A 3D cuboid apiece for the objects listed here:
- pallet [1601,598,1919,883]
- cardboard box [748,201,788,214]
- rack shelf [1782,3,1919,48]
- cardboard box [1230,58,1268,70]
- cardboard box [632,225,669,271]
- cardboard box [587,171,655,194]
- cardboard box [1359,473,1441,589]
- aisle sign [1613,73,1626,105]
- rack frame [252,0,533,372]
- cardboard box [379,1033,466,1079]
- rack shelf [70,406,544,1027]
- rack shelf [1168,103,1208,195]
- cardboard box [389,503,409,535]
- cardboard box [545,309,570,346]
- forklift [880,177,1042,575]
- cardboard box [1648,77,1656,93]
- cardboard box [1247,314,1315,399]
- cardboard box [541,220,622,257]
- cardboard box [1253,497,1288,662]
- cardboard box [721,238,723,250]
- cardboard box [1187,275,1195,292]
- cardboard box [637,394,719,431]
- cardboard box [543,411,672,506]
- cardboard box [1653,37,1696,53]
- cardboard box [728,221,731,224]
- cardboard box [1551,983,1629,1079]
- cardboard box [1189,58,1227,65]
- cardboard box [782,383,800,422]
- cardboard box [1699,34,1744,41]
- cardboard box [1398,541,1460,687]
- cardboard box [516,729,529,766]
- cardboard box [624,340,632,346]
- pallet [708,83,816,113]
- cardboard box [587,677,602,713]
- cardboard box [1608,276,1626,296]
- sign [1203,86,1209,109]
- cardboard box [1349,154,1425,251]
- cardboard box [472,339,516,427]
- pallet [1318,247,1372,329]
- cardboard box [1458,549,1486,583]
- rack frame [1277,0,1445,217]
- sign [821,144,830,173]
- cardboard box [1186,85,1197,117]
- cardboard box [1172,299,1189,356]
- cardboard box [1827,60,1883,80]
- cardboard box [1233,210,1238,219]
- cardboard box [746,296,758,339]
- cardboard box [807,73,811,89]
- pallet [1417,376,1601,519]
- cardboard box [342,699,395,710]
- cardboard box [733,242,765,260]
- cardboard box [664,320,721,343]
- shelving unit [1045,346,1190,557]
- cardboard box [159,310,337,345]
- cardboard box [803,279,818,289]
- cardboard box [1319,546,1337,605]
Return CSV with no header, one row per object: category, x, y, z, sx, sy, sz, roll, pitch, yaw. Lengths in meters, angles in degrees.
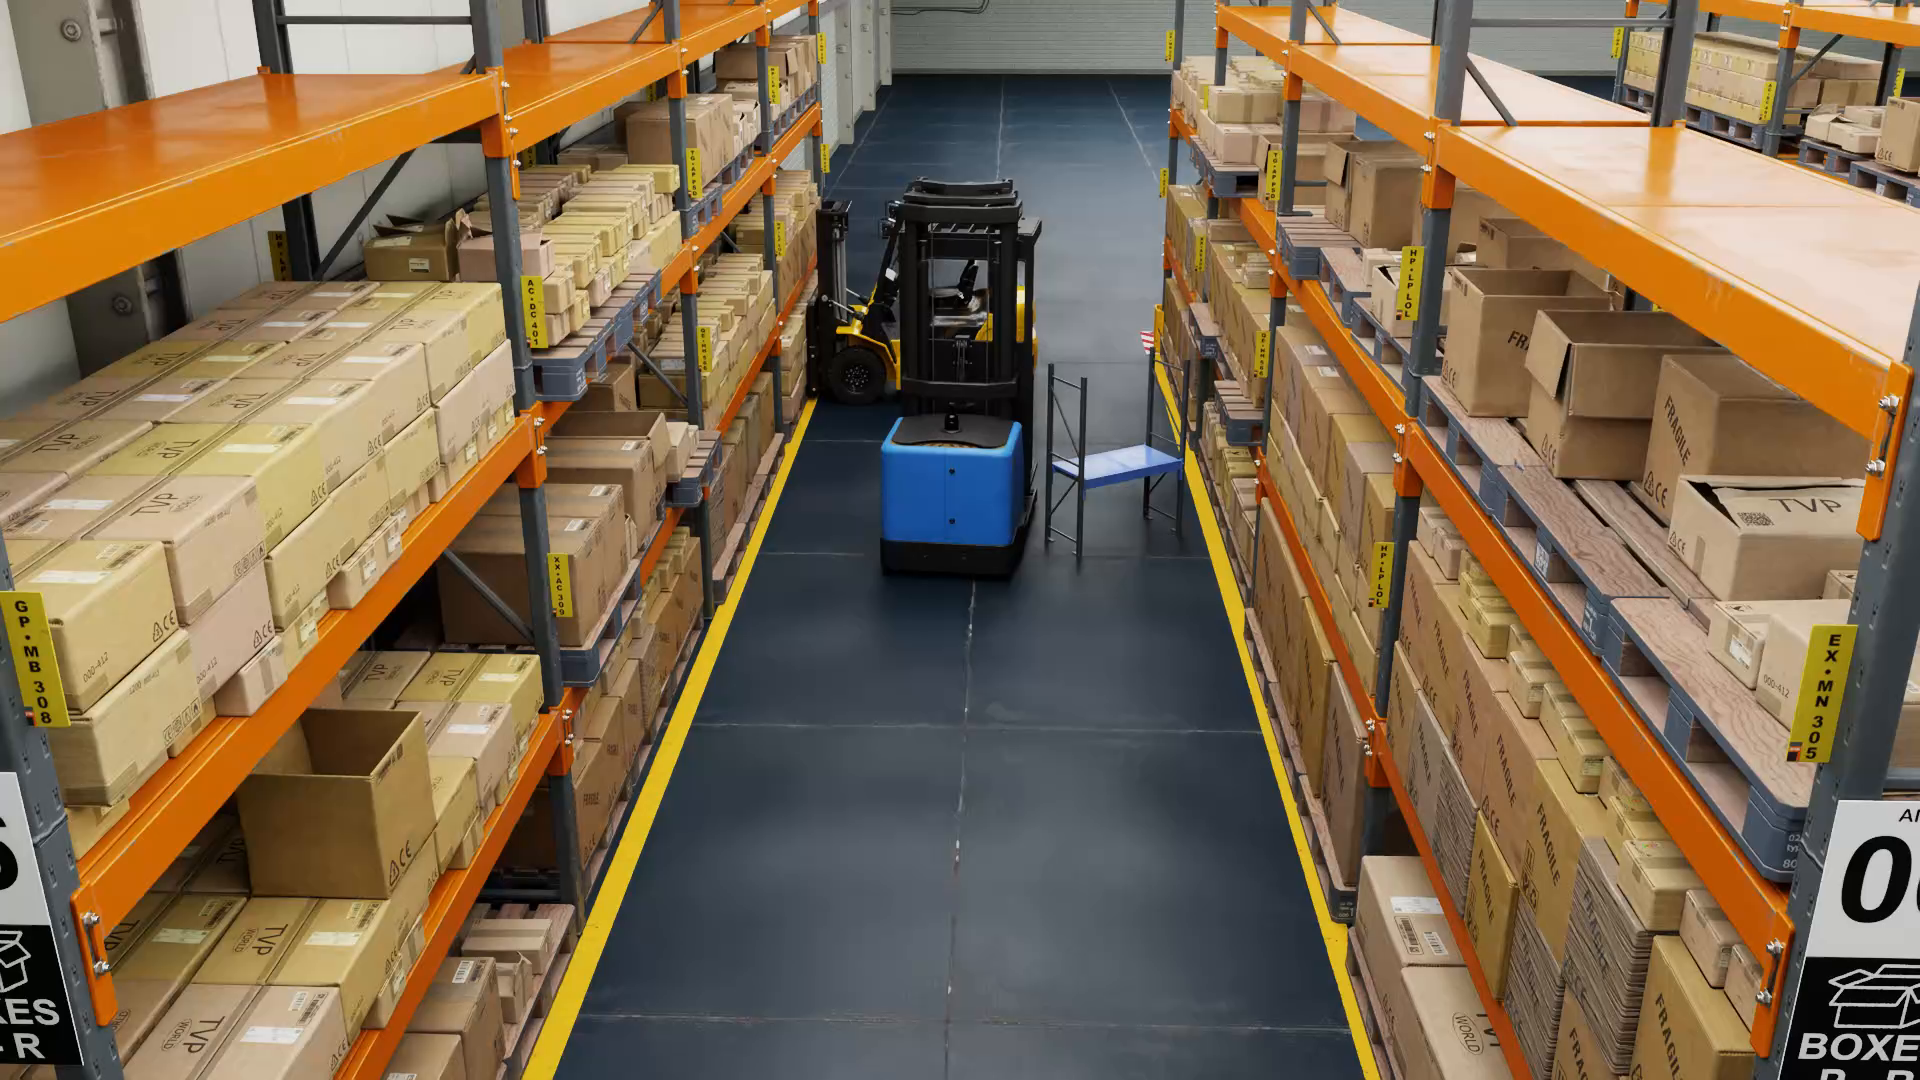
pallet,2.401,0.491,4.386,1.003,0.211,1.213,1,21,2
cardboard box,-1.941,-3.342,16.843,0.380,0.149,0.250,1,21,1
rack shelf,7.644,-3.756,12.611,1.077,0.370,4.000,1,21,2
cardboard box,3.114,-5.103,17.927,0.380,0.149,0.250,1,21,3
cardboard box,-2.116,-1.788,10.344,0.500,0.250,0.500,1,21,2
cardboard box,-2.157,-2.261,10.601,0.380,0.149,0.250,0,21,0
cardboard box,2.274,-0.007,8.173,0.500,0.500,0.500,1,21,3
aisle sign,7.529,-4.892,18.689,0.394,0.787,0.004,1,21,2
rack frame,-2.451,-2.180,7.001,1.000,3.000,0.127,1,21,2
cardboard box,-2.278,2.314,6.587,0.500,0.500,0.500,1,21,3
rack shelf,-2.511,0.277,5.810,1.077,0.370,4.000,1,21,2
rack shelf,2.815,-4.009,16.855,1.077,0.370,4.000,1,21,2
cardboard box,-2.245,-0.069,6.055,0.380,0.149,0.250,1,21,2
cardboard box,-2.044,-1.011,7.762,0.380,0.149,0.250,1,21,2
forklift,0.084,-1.591,13.870,1.130,2.935,3.031,3,21,7
cardboard box,7.473,-4.780,17.476,0.380,0.149,0.250,1,21,2
cardboard box,2.369,-1.325,11.960,0.500,0.500,0.500,0,21,0
cardboard box,-2.033,-1.615,8.909,0.380,0.149,0.250,1,21,2
cardboard box,2.529,0.267,11.343,0.875,0.875,0.875,0,21,1
cardboard box,-2.481,-2.835,15.946,0.380,0.149,0.250,0,21,0
cardboard box,2.487,-2.592,16.704,0.380,0.149,0.250,0,21,1
cardboard box,-2.071,-0.917,12.247,0.500,0.250,0.500,1,21,2
cardboard box,-2.194,-0.481,10.192,0.797,0.503,0.637,0,21,0
cardboard box,7.474,-5.155,17.340,0.380,0.149,0.250,1,21,2
cardboard box,-2.483,-3.253,16.613,0.380,0.149,0.250,0,21,1
cardboard box,2.170,1.711,5.127,0.500,0.500,0.500,0,21,0
cardboard box,2.669,-5.104,17.929,0.380,0.149,0.250,1,21,1
cardboard box,-1.862,-1.361,16.404,0.500,0.250,0.500,1,21,2
cardboard box,8.147,-5.330,17.793,0.380,0.149,0.250,1,21,2
cardboard box,2.254,0.327,7.313,0.500,0.500,0.500,1,21,2
cardboard box,-2.194,0.946,7.584,0.380,0.149,0.250,1,21,3
cardboard box,-2.625,-1.394,12.234,0.380,0.149,0.250,1,21,3
pallet,-2.133,-4.824,18.083,1.003,0.211,1.213,1,21,2
cardboard box,-2.251,0.864,9.427,0.380,0.149,0.250,0,21,1
cardboard box,7.872,-2.610,18.759,0.875,0.875,0.875,1,21,2
sign,2.212,-3.865,14.776,0.100,0.325,0.005,1,21,2
cardboard box,2.792,-2.057,10.111,0.700,0.500,0.500,0,21,-1
cardboard box,-2.215,-0.673,7.060,0.500,0.250,0.500,1,21,2
pallet,2.635,-1.449,9.524,1.003,0.211,1.213,2,21,4
cardboard box,2.285,0.152,6.867,0.380,0.149,0.250,0,21,1
rack frame,2.633,-3.573,10.591,1.000,3.000,0.127,1,21,2
sign,-1.544,-4.361,18.987,0.100,0.325,0.005,1,21,2
cardboard box,2.543,-4.403,16.673,0.500,0.250,0.500,1,21,3
cardboard box,2.540,-2.265,17.696,0.500,0.500,0.500,1,21,3
cardboard box,8.056,-4.228,14.951,0.380,0.149,0.250,1,21,2
cardboard box,3.022,-3.215,16.030,0.700,0.500,0.500,1,21,2
cardboard box,-1.996,-1.888,14.057,0.500,0.250,0.500,1,21,3
cardboard box,-1.807,-4.943,17.896,0.380,0.149,0.250,0,21,0
pallet,2.476,-0.391,6.660,1.003,0.211,1.213,1,21,2
cardboard box,-2.744,0.906,7.138,0.500,0.250,0.500,0,21,1
cardboard box,-1.935,-2.737,15.695,0.380,0.149,0.250,0,21,1
cardboard box,-2.040,-1.575,12.699,0.380,0.149,0.250,1,21,2
shelving unit,1.284,-0.738,13.652,1.048,1.500,0.538,-12,24,-29
cardboard box,-2.750,-0.720,6.490,0.500,0.250,0.500,0,21,0
cardboard box,-1.798,-2.747,18.595,0.500,0.250,0.500,1,21,3
cardboard box,2.324,0.209,9.345,0.500,0.250,0.500,0,21,0
